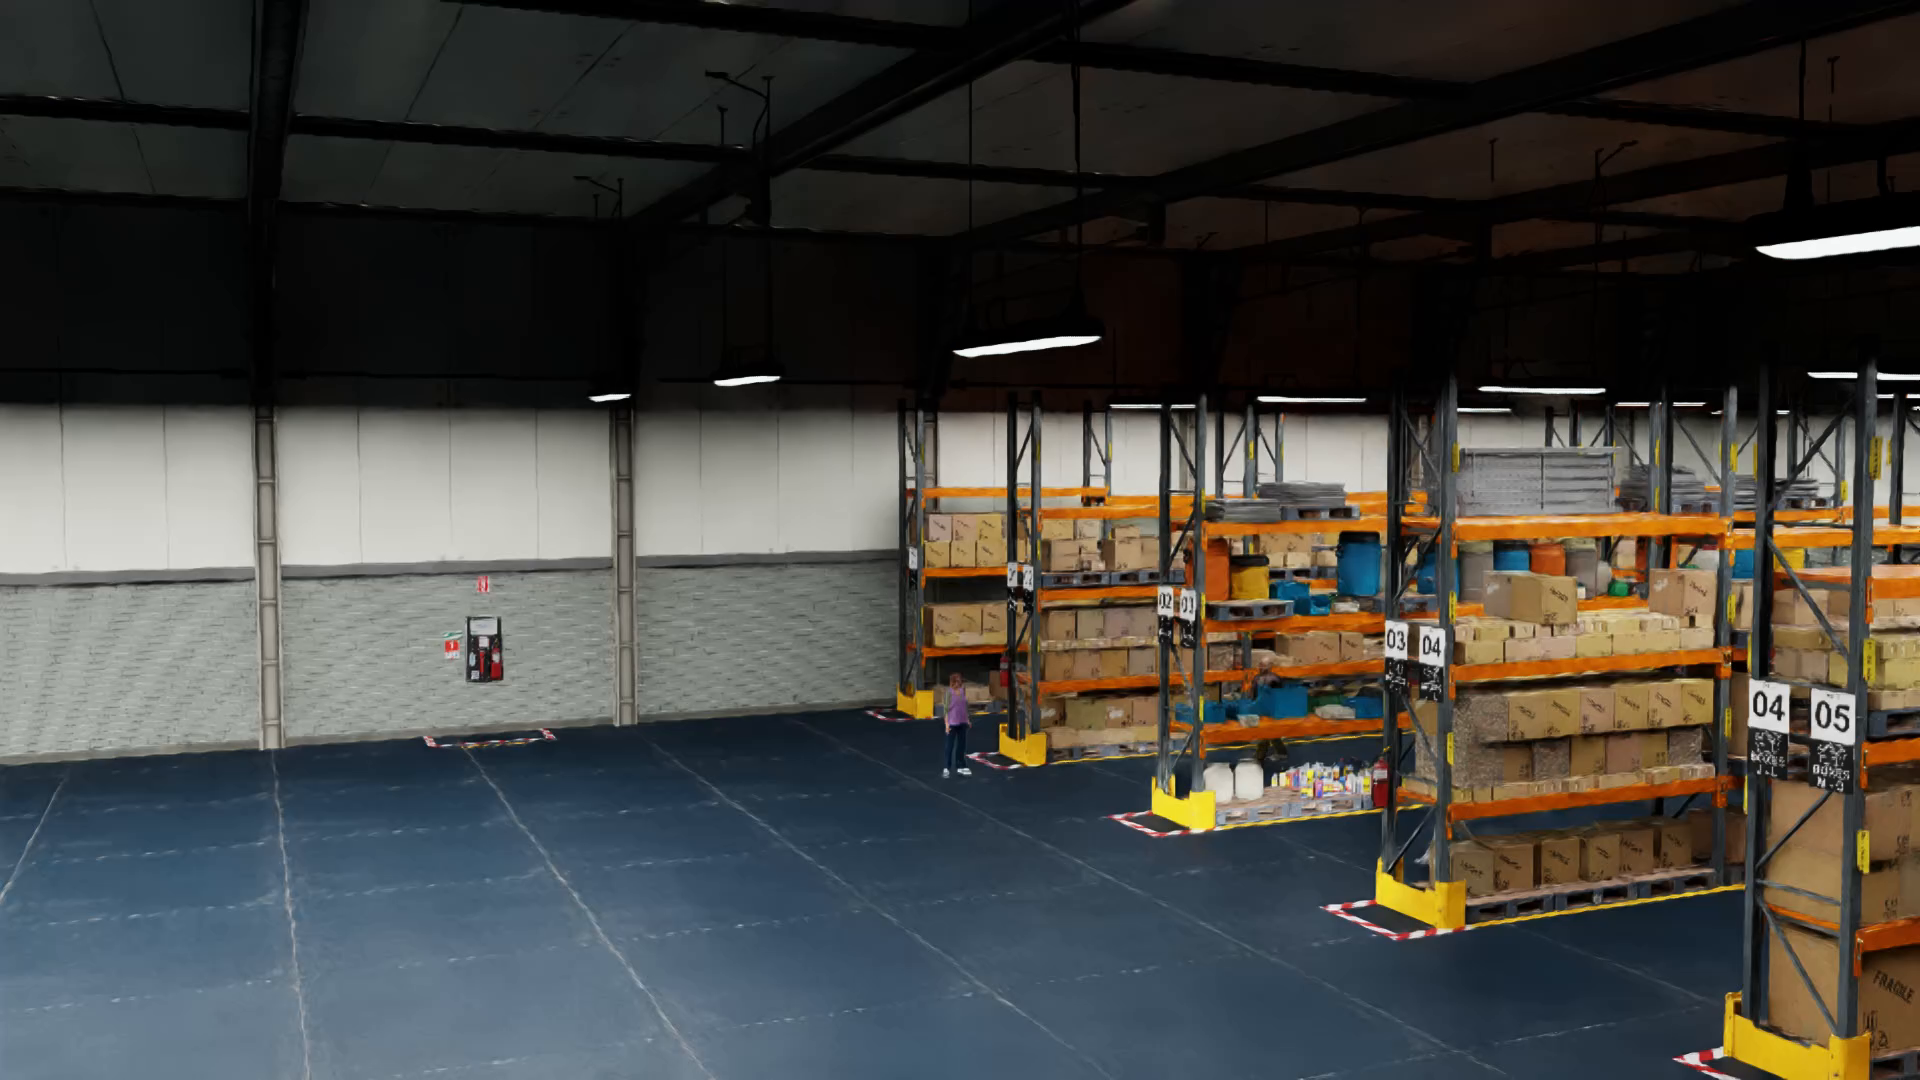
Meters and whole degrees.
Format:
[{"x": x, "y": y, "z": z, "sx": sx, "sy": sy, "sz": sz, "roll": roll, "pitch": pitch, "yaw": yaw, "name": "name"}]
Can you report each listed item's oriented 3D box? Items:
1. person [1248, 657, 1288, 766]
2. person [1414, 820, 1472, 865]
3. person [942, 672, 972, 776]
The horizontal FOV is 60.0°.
[{"x": 4.890, "y": 2.728, "z": 26.654, "sx": 1.102, "sy": 1.715, "sz": 0.580, "roll": -2, "pitch": 4, "yaw": -32, "name": "person"}, {"x": 5.959, "y": 3.152, "z": 20.438, "sx": 1.086, "sy": 1.589, "sz": 0.495, "roll": -1, "pitch": 4, "yaw": -21, "name": "person"}, {"x": -0.054, "y": 2.841, "z": 25.732, "sx": 0.536, "sy": 1.597, "sz": 0.345, "roll": -3, "pitch": 4, "yaw": -38, "name": "person"}]
